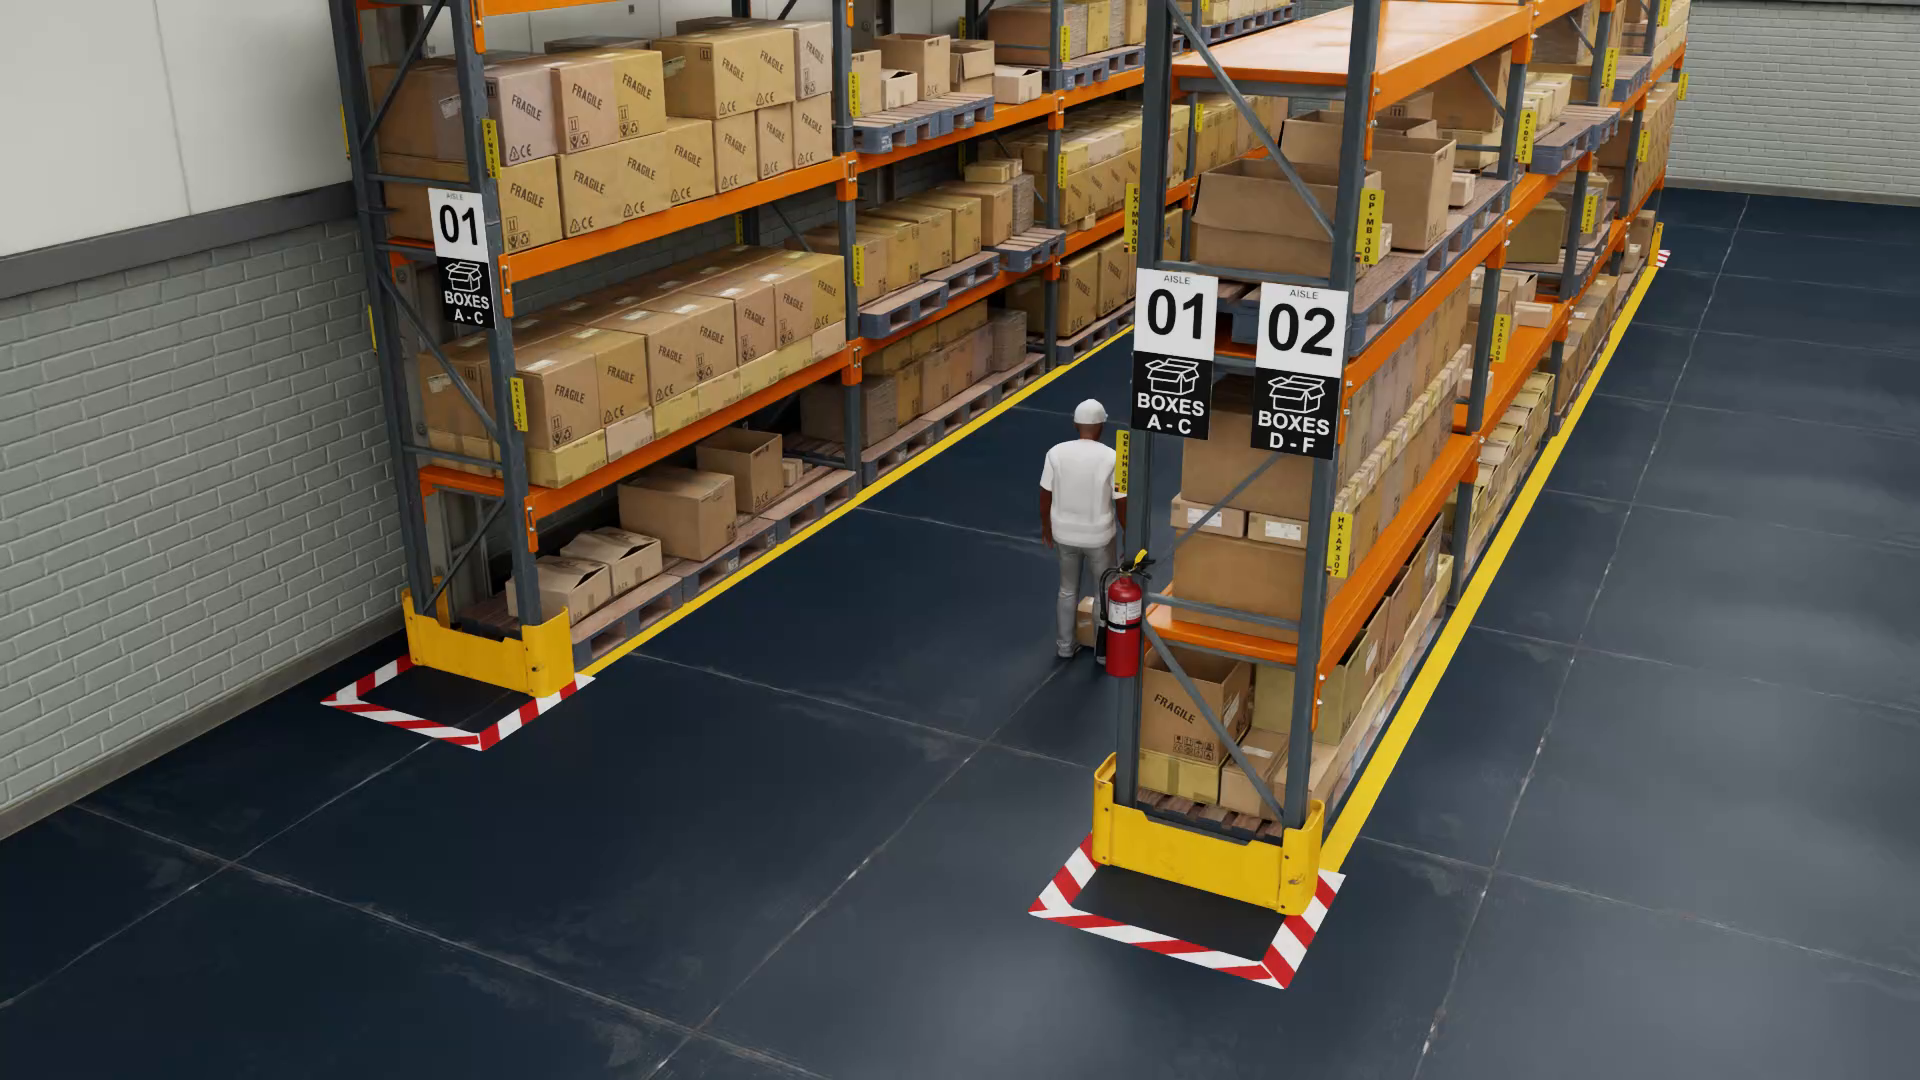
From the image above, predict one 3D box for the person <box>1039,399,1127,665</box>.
[{"bbox_3d":[0.827,-0.055,10.858,0.636,1.761,0.454,10,24,22],"label":"person"}]
